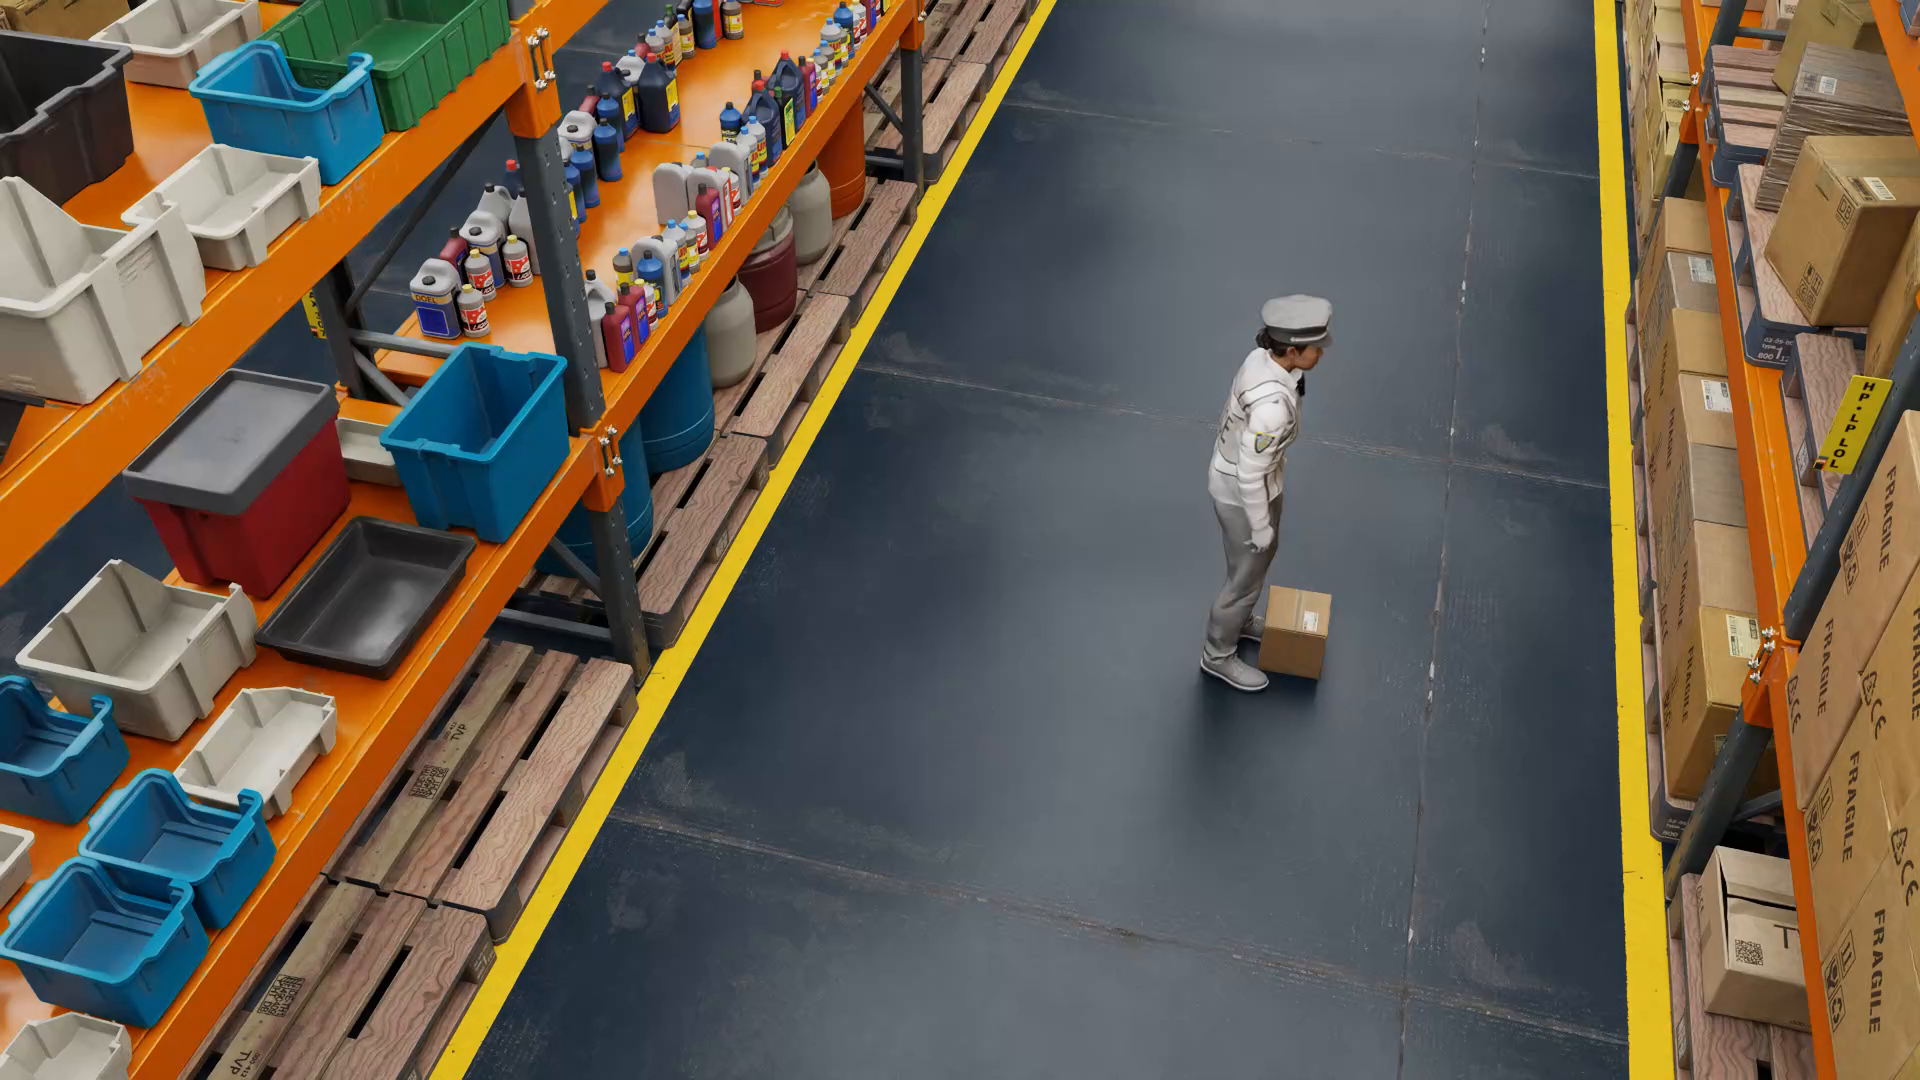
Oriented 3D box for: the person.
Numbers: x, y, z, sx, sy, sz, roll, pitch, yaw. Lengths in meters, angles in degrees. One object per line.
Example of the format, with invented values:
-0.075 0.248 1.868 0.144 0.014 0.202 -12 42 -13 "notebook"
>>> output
1.153 -0.192 6.374 0.406 1.664 0.540 9 42 10 "person"
